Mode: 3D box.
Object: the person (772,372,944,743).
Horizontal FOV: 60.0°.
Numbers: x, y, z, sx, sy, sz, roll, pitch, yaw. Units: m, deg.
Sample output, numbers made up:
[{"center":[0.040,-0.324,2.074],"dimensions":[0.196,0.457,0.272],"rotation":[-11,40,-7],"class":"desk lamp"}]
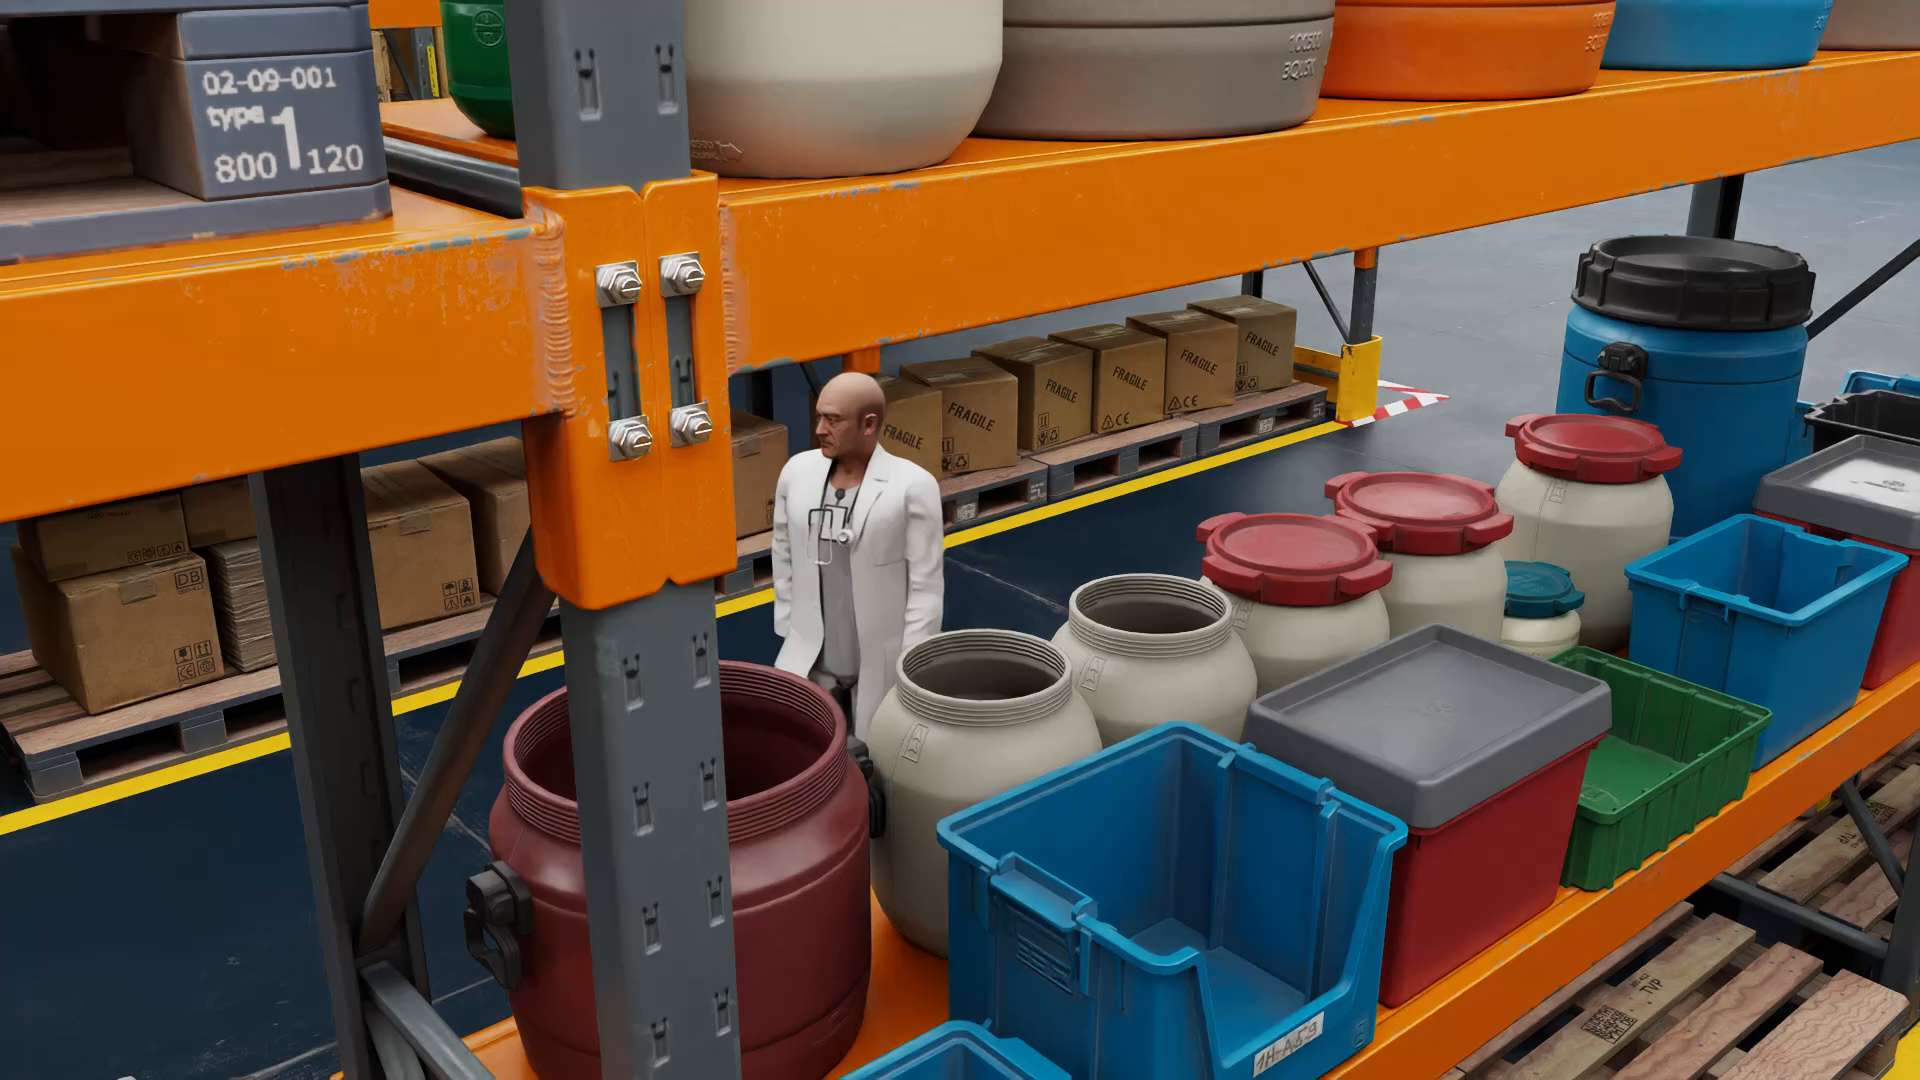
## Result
[{"center":[-0.331,0.390,5.044],"dimensions":[0.595,1.801,0.465],"rotation":[5,21,13],"class":"person"}]
